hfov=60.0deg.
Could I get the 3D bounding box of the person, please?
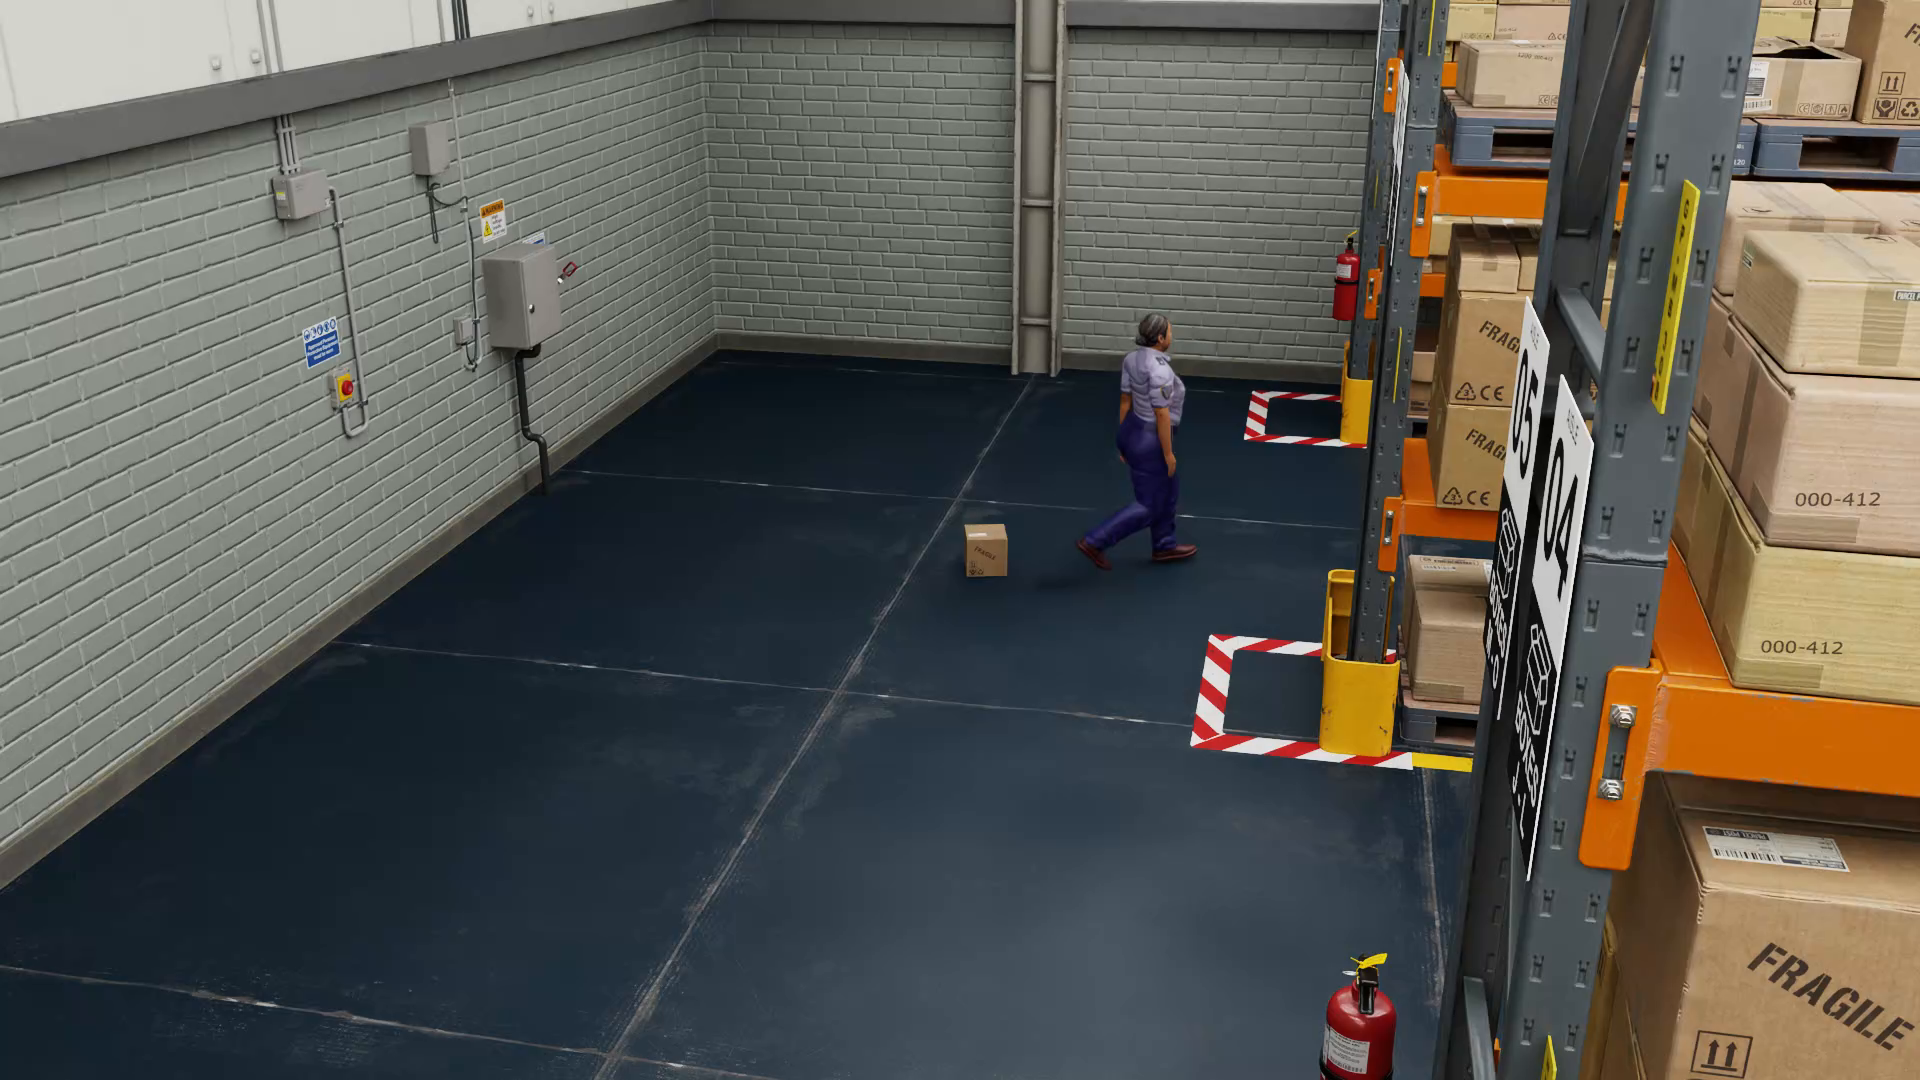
[{"bbox_3d":[1.094,-0.580,10.049,0.886,1.609,0.472,-6,23,-16],"label":"person"}]
